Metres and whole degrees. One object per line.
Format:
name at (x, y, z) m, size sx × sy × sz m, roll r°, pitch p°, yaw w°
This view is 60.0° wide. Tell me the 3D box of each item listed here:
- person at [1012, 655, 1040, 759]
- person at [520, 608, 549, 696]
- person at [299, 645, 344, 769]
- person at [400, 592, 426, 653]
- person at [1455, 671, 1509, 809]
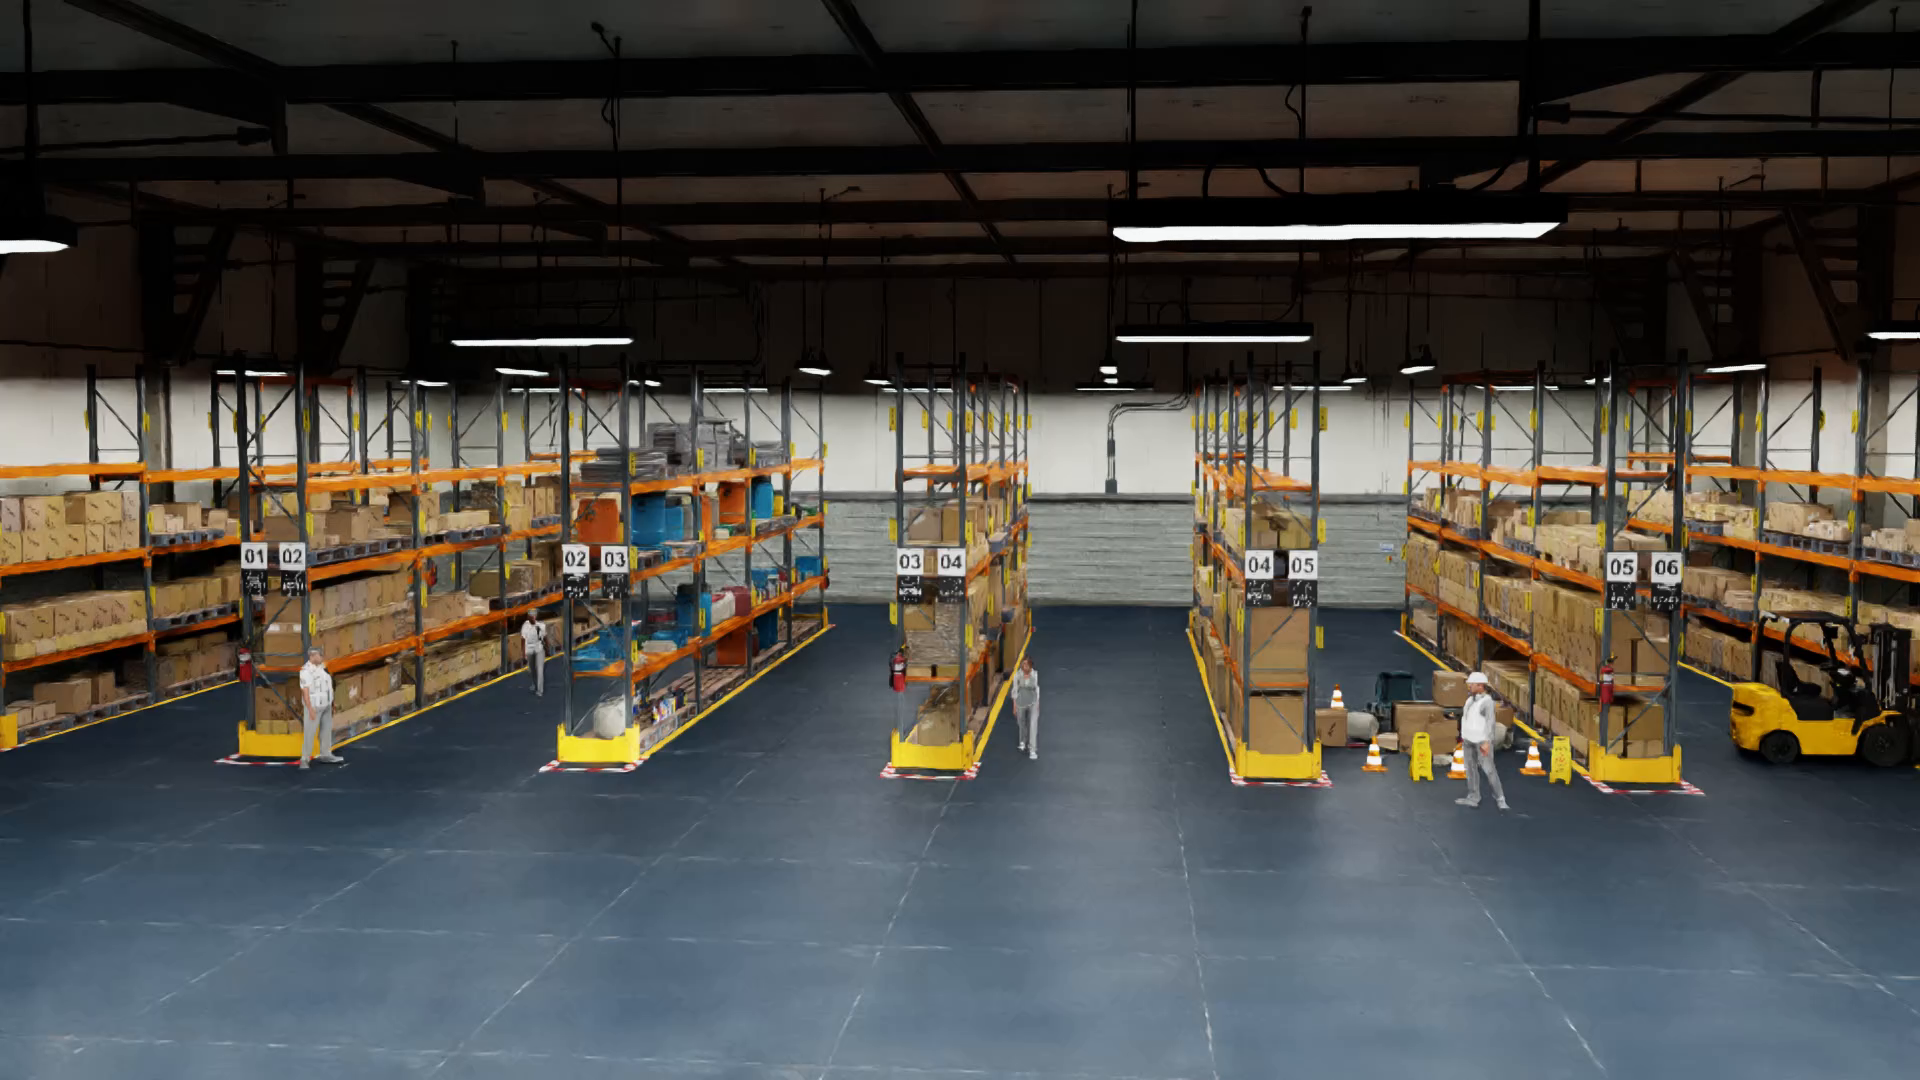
person at (0.982, 2.461, 24.856) m, size 0.419 × 1.513 × 1.037 m, roll 0°, pitch 4°, yaw 4°
person at (-7.794, 2.019, 30.452) m, size 0.470 × 1.599 × 1.060 m, roll 0°, pitch 4°, yaw -4°
person at (-9.317, 2.394, 24.121) m, size 0.413 × 1.762 × 0.710 m, roll 1°, pitch 4°, yaw 17°
person at (-10.998, 1.819, 33.484) m, size 0.481 × 1.583 × 1.083 m, roll 0°, pitch 4°, yaw 3°
person at (6.804, 2.593, 21.584) m, size 0.472 × 1.771 × 0.721 m, roll -2°, pitch 4°, yaw -22°
